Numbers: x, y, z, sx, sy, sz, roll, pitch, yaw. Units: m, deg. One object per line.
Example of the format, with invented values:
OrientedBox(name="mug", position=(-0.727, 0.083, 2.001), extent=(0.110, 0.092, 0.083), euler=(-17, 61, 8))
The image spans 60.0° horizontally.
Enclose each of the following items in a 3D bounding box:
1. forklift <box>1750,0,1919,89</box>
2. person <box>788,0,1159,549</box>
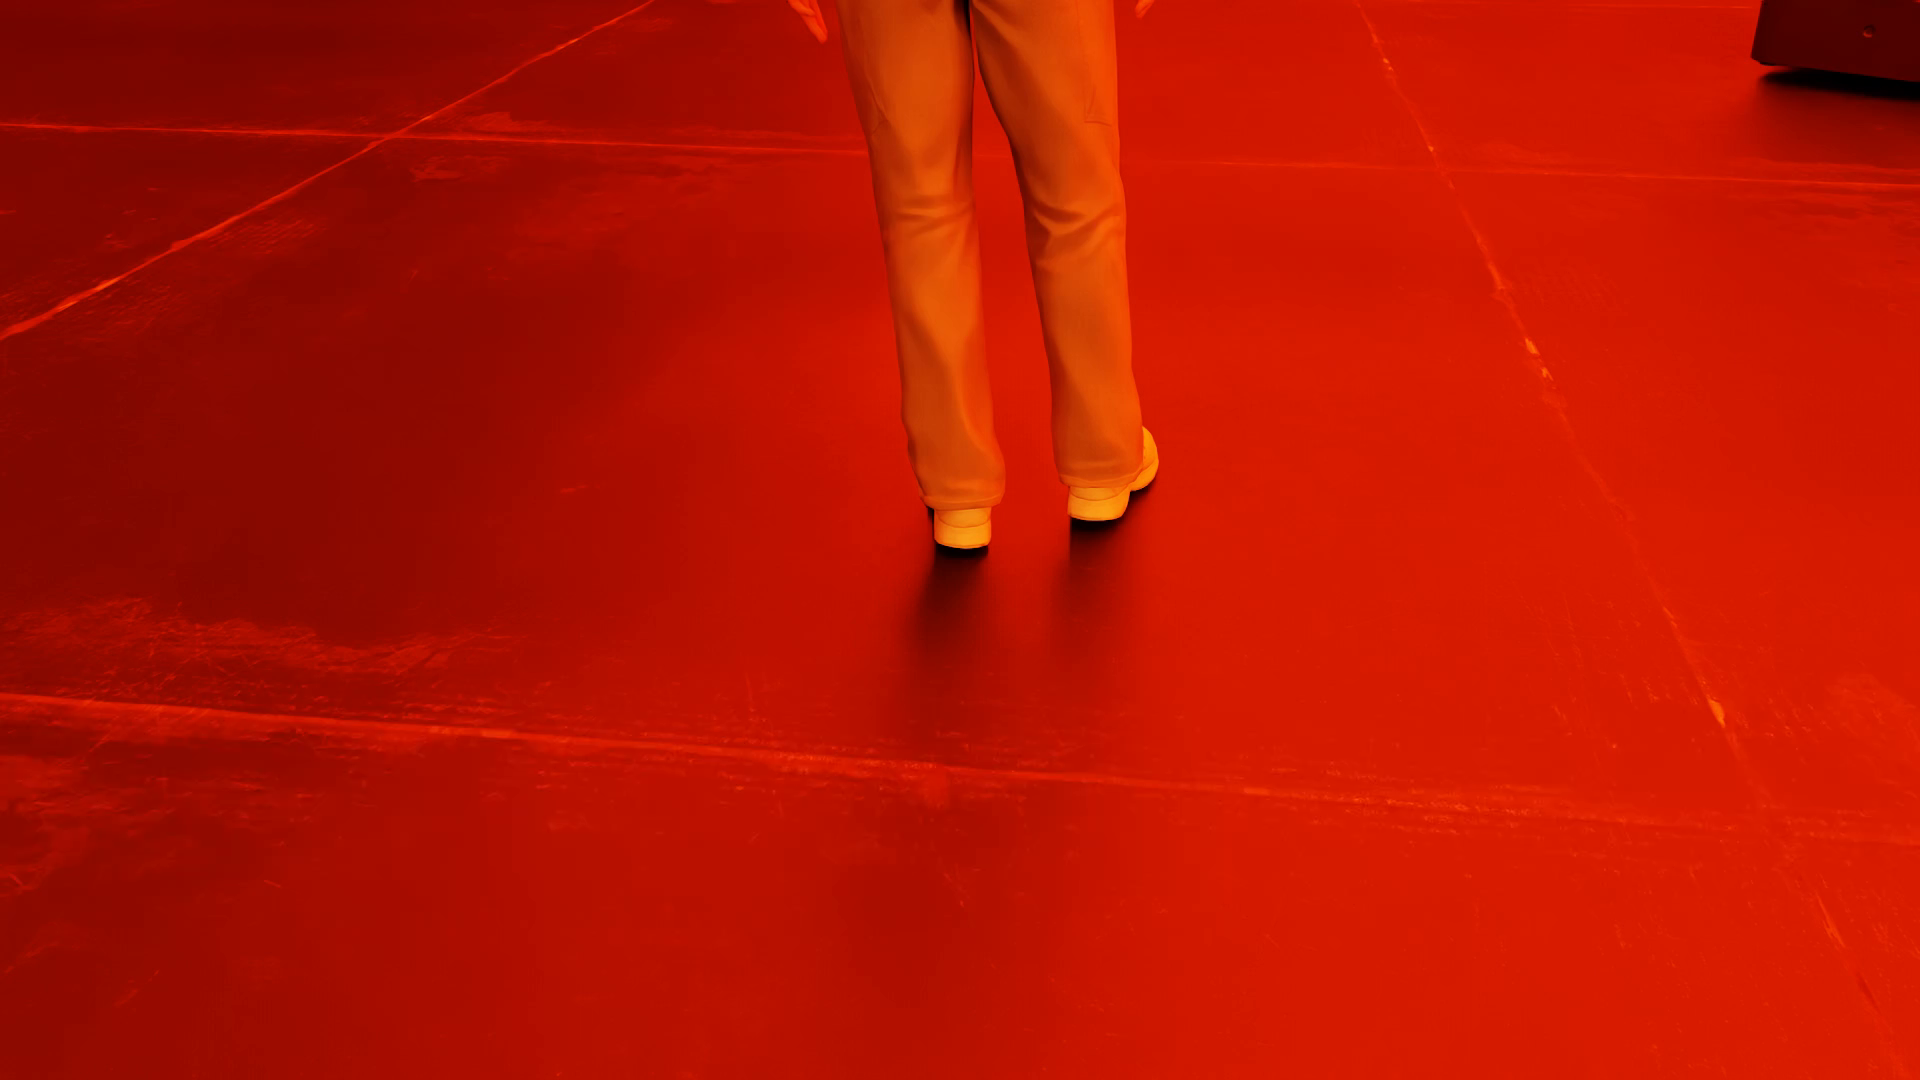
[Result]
OrientedBox(name="forklift", position=(4.030, -3.177, 5.586), extent=(1.130, 2.935, 3.031), euler=(23, 35, 38))
OrientedBox(name="person", position=(0.024, -0.788, 2.187), extent=(0.549, 1.673, 0.548), euler=(3, 27, 7))
